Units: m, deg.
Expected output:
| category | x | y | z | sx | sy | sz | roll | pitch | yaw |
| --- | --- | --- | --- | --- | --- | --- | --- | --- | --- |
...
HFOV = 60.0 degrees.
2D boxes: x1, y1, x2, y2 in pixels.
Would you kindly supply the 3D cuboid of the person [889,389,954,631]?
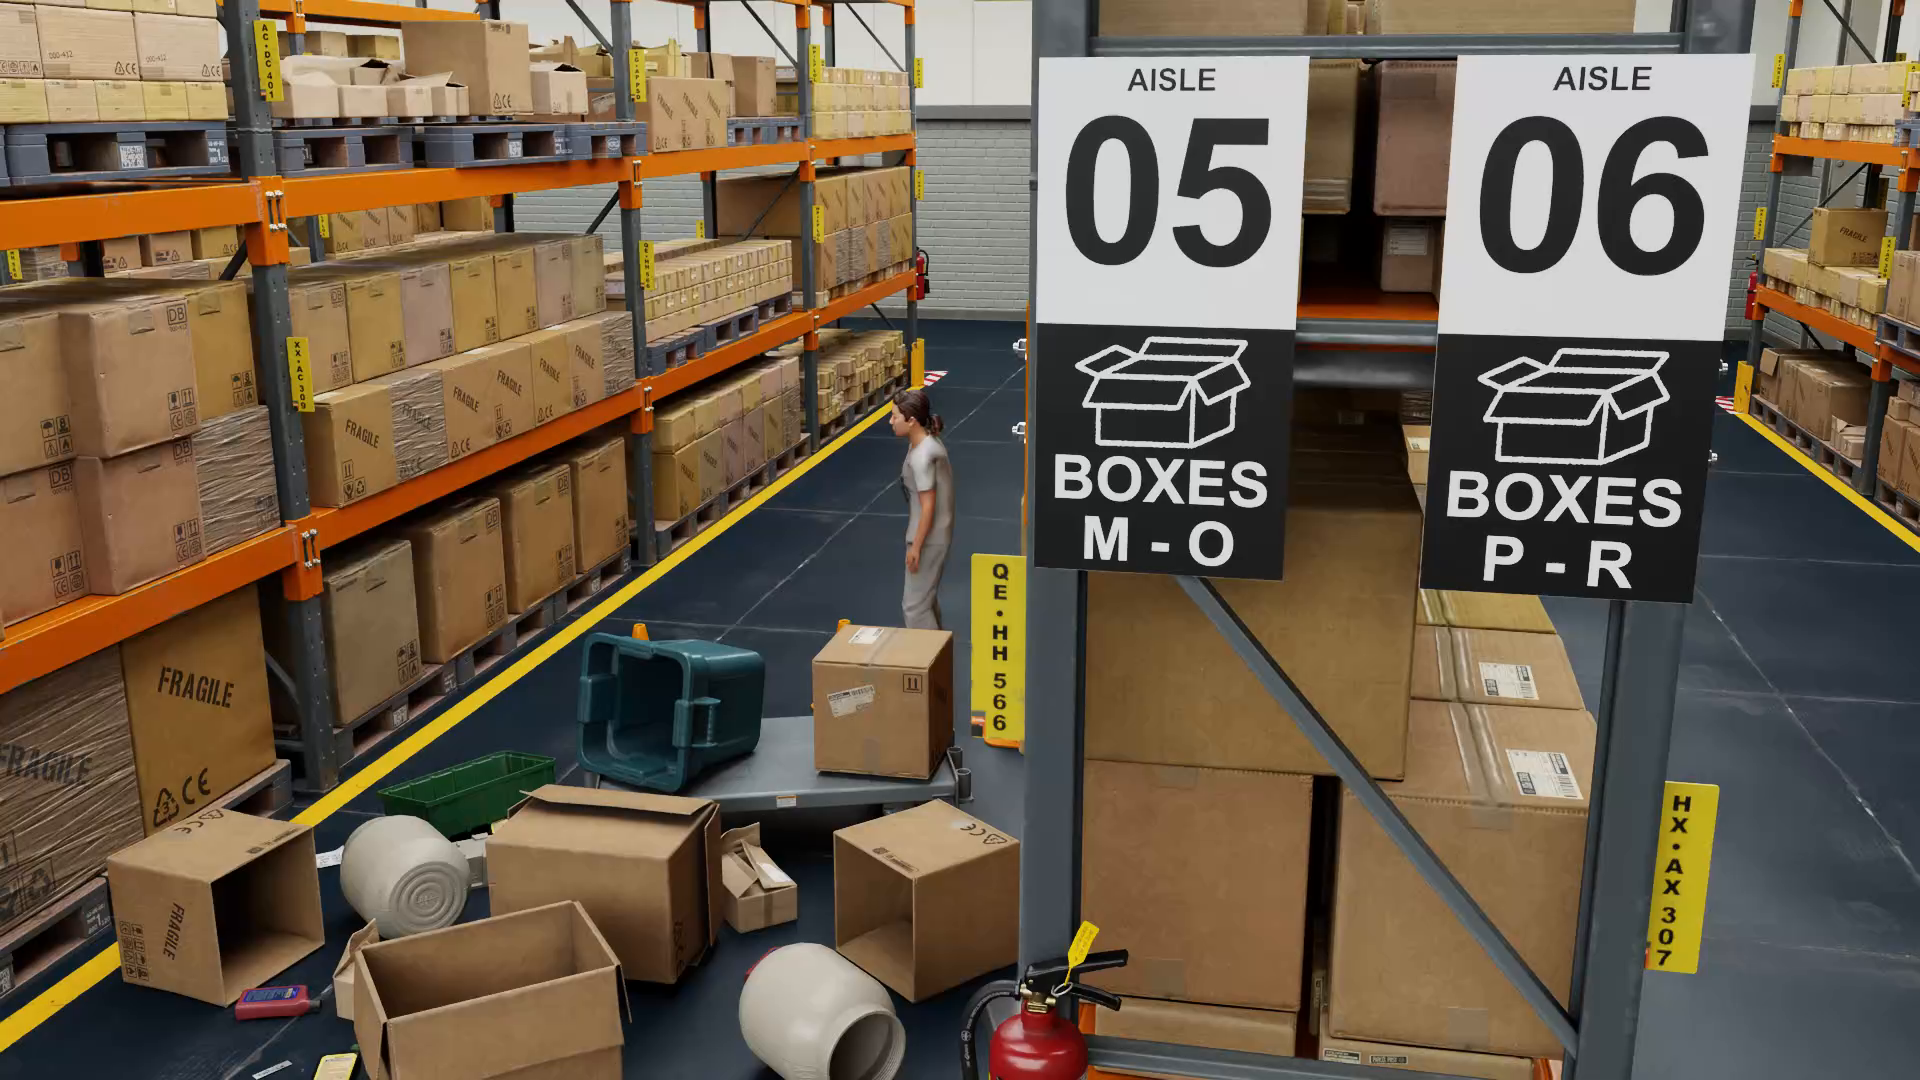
| category | x | y | z | sx | sy | sz | roll | pitch | yaw |
| --- | --- | --- | --- | --- | --- | --- | --- | --- | --- |
| person | -0.208 | 0.007 | 8.987 | 0.356 | 1.673 | 0.509 | 0 | 15 | 0 |
